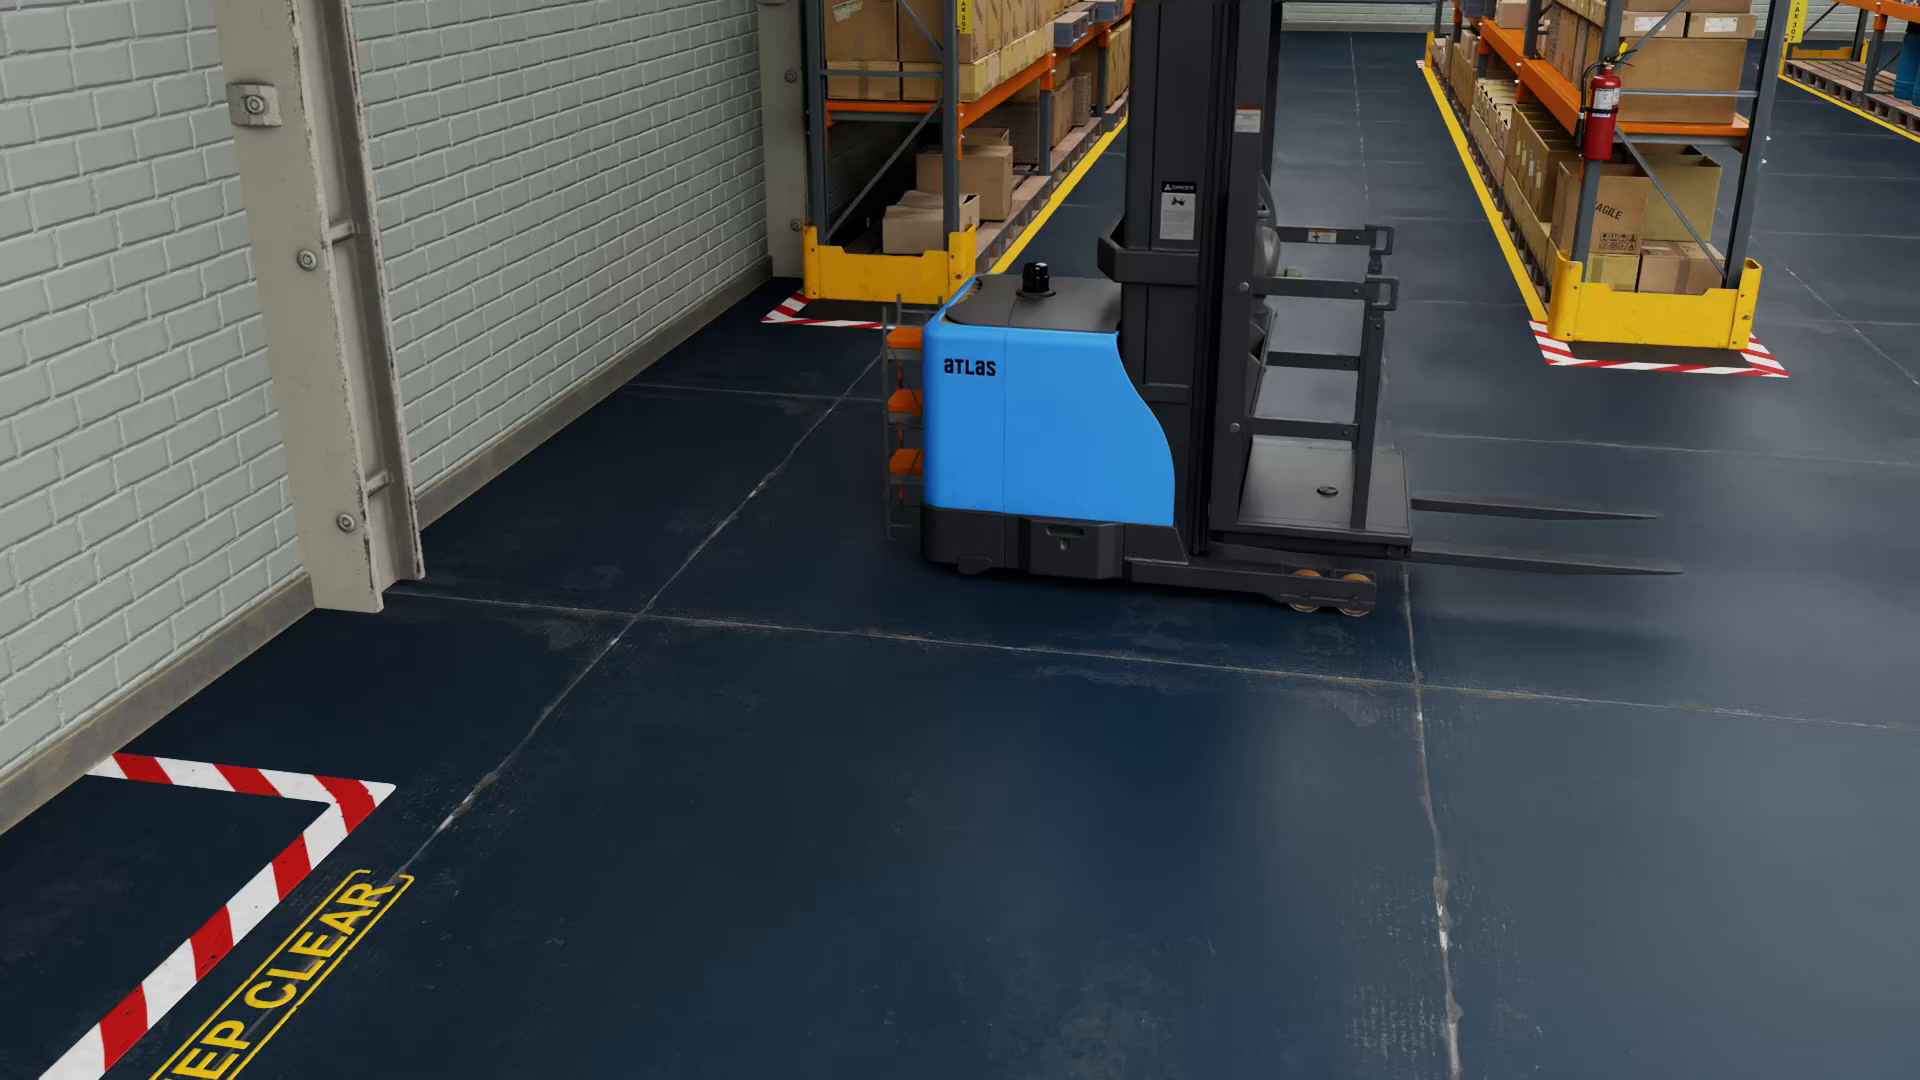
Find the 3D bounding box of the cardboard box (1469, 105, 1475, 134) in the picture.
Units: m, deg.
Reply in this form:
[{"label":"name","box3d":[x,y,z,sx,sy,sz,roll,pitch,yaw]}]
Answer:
[{"label":"cardboard box","box3d":[5.582,-4.356,17.274,0.500,0.250,0.500,4,22,11]}]

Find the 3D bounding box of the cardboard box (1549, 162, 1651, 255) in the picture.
[{"label":"cardboard box","box3d":[4.162,-2.167,10.832,0.500,0.500,0.500,4,22,11]}]

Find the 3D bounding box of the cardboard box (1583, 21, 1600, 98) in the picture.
[{"label":"cardboard box","box3d":[4.661,-3.270,11.324,0.700,0.500,0.500,5,22,11]}]

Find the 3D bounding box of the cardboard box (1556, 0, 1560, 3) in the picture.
[{"label":"cardboard box","box3d":[4.813,-4.221,12.816,0.380,0.149,0.250,4,22,10]}]

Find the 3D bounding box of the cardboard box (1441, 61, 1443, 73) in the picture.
[{"label":"cardboard box","box3d":[6.649,-6.323,22.264,0.380,0.149,0.250,4,22,11]}]

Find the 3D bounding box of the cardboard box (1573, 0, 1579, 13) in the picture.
[{"label":"cardboard box","box3d":[4.603,-3.840,11.872,0.380,0.149,0.250,4,22,10]}]

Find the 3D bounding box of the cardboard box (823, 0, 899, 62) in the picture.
[{"label":"cardboard box","box3d":[-0.619,-3.533,11.281,0.500,0.500,0.500,4,22,10]}]

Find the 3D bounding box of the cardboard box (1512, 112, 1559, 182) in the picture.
[{"label":"cardboard box","box3d":[4.664,-3.081,13.104,0.500,0.500,0.500,4,22,11]}]

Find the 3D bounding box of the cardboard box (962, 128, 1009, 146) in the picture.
[{"label":"cardboard box","box3d":[0.137,-3.182,13.995,0.500,0.500,0.500,3,22,7]}]

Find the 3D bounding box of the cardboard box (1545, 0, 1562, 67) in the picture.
[{"label":"cardboard box","box3d":[5.075,-4.027,13.204,0.700,0.500,0.500,4,22,10]}]

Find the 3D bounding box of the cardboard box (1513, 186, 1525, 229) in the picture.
[{"label":"cardboard box","box3d":[4.554,-2.551,12.792,0.500,0.250,0.500,4,22,11]}]

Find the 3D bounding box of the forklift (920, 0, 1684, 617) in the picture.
[{"label":"forklift","box3d":[1.405,-1.274,6.594,3.031,2.935,1.130,5,22,12]}]

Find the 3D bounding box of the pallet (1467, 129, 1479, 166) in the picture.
[{"label":"pallet","box3d":[5.770,-4.015,17.039,1.003,0.211,1.213,4,22,11]}]

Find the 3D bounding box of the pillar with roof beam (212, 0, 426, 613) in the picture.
[{"label":"pillar with roof beam","box3d":[1.780,-3.639,4.344,9.100,9.000,0.400,4,22,11]}]

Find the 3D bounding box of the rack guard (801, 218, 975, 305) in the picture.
[{"label":"rack guard","box3d":[-0.491,-1.925,11.464,1.175,0.500,0.348,4,22,11]}]

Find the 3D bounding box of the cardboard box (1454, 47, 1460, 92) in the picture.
[{"label":"cardboard box","box3d":[6.357,-5.759,20.396,0.500,0.500,0.500,5,22,12]}]

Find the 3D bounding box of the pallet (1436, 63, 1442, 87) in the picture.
[{"label":"pallet","box3d":[7.180,-6.474,23.147,1.003,0.211,1.213,4,22,11]}]

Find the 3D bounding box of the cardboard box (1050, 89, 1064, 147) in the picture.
[{"label":"cardboard box","box3d":[0.643,-4.211,16.551,0.700,0.500,0.500,5,22,12]}]

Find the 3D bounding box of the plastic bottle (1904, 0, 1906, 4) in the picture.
[{"label":"plastic bottle","box3d":[11.095,-6.401,19.404,0.097,0.271,0.097,0,22,0]}]

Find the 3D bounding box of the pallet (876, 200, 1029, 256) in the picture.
[{"label":"pallet","box3d":[-0.040,-2.530,13.354,1.003,0.211,1.213,4,22,11]}]

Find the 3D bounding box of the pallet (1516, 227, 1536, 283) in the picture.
[{"label":"pallet","box3d":[4.710,-2.115,12.322,1.003,0.211,1.213,4,22,11]}]

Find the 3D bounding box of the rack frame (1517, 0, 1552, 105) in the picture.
[{"label":"rack frame","box3d":[5.160,-4.143,13.626,1.000,3.000,0.127,4,22,11]}]

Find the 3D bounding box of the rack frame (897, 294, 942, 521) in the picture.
[{"label":"rack frame","box3d":[-0.174,-0.569,7.361,0.200,1.050,0.008,5,22,12]}]

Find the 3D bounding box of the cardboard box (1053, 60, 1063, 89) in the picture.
[{"label":"cardboard box","box3d":[0.752,-4.715,16.800,0.500,0.250,0.500,4,22,11]}]

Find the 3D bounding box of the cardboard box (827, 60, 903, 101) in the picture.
[{"label":"cardboard box","box3d":[-0.601,-3.182,11.414,0.500,0.250,0.500,5,22,12]}]

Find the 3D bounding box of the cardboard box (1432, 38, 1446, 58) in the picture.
[{"label":"cardboard box","box3d":[7.118,-7.101,24.061,0.500,0.250,0.500,4,22,11]}]

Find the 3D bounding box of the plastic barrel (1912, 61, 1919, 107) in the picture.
[{"label":"plastic barrel","box3d":[11.368,-5.455,19.130,0.600,0.901,0.708,4,22,11]}]

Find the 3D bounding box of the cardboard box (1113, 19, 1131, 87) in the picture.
[{"label":"cardboard box","box3d":[1.758,-6.070,20.726,0.750,0.750,0.750,5,23,13]}]

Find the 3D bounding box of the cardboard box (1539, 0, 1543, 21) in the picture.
[{"label":"cardboard box","box3d":[5.542,-4.845,15.235,0.500,0.500,0.500,4,22,11]}]

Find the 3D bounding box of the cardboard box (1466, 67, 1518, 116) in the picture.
[{"label":"cardboard box","box3d":[5.937,-5.011,18.537,0.500,0.500,0.500,5,23,13]}]

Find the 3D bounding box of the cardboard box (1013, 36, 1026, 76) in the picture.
[{"label":"cardboard box","box3d":[0.211,-3.712,12.730,0.500,0.250,0.500,5,22,11]}]

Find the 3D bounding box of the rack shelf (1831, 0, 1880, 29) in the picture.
[{"label":"rack shelf","box3d":[12.049,-7.088,21.901,1.077,0.370,4.000,4,22,11]}]

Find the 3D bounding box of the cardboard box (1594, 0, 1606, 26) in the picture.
[{"label":"cardboard box","box3d":[4.393,-3.463,10.935,0.380,0.149,0.250,5,22,12]}]

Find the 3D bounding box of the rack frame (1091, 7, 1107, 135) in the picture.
[{"label":"rack frame","box3d":[1.126,-5.983,18.193,1.000,3.000,0.127,4,22,11]}]

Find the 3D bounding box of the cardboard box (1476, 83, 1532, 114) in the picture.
[{"label":"cardboard box","box3d":[5.483,-4.424,16.691,0.500,0.311,0.500,4,22,10]}]

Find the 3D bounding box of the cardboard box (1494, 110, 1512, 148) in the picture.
[{"label":"cardboard box","box3d":[5.062,-3.684,14.852,0.500,0.311,0.500,5,22,12]}]

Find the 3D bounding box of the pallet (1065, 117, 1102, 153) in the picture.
[{"label":"pallet","box3d":[0.965,-4.403,18.005,1.003,0.211,1.213,4,22,11]}]

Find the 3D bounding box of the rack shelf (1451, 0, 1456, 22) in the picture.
[{"label":"rack shelf","box3d":[7.200,-7.467,22.842,1.077,0.370,4.000,4,22,11]}]

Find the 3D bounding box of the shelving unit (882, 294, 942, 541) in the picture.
[{"label":"shelving unit","box3d":[-0.201,-0.525,7.250,0.215,1.050,0.252,5,22,12]}]

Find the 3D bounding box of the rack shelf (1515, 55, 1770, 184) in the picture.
[{"label":"rack shelf","box3d":[4.752,-3.078,11.945,1.077,0.370,4.000,4,22,11]}]

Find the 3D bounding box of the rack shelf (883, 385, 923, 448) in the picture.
[{"label":"rack shelf","box3d":[-0.201,-0.515,7.254,0.215,0.259,0.240,5,22,12]}]

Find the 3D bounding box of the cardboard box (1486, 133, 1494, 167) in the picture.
[{"label":"cardboard box","box3d":[5.170,-3.608,15.417,0.500,0.250,0.500,5,22,12]}]

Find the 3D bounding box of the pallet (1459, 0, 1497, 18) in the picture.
[{"label":"pallet","box3d":[6.046,-5.771,17.923,1.213,0.211,1.003,4,22,11]}]

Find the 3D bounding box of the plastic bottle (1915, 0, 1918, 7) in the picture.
[{"label":"plastic bottle","box3d":[11.008,-6.212,19.030,0.097,0.201,0.097,0,22,0]}]

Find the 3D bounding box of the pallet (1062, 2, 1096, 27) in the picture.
[{"label":"pallet","box3d":[0.762,-5.166,16.423,1.003,0.211,1.213,4,22,11]}]

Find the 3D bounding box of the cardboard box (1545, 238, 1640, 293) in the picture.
[{"label":"cardboard box","box3d":[4.164,-1.819,10.972,0.500,0.250,0.500,4,22,11]}]

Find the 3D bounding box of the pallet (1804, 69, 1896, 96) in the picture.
[{"label":"pallet","box3d":[11.999,-6.116,22.257,1.003,0.211,1.213,4,22,11]}]

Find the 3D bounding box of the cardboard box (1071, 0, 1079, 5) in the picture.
[{"label":"cardboard box","box3d":[0.807,-5.603,16.528,0.700,0.500,0.500,4,22,11]}]

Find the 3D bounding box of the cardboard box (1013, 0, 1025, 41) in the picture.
[{"label":"cardboard box","box3d":[0.201,-4.054,12.575,0.500,0.500,0.500,5,23,13]}]
